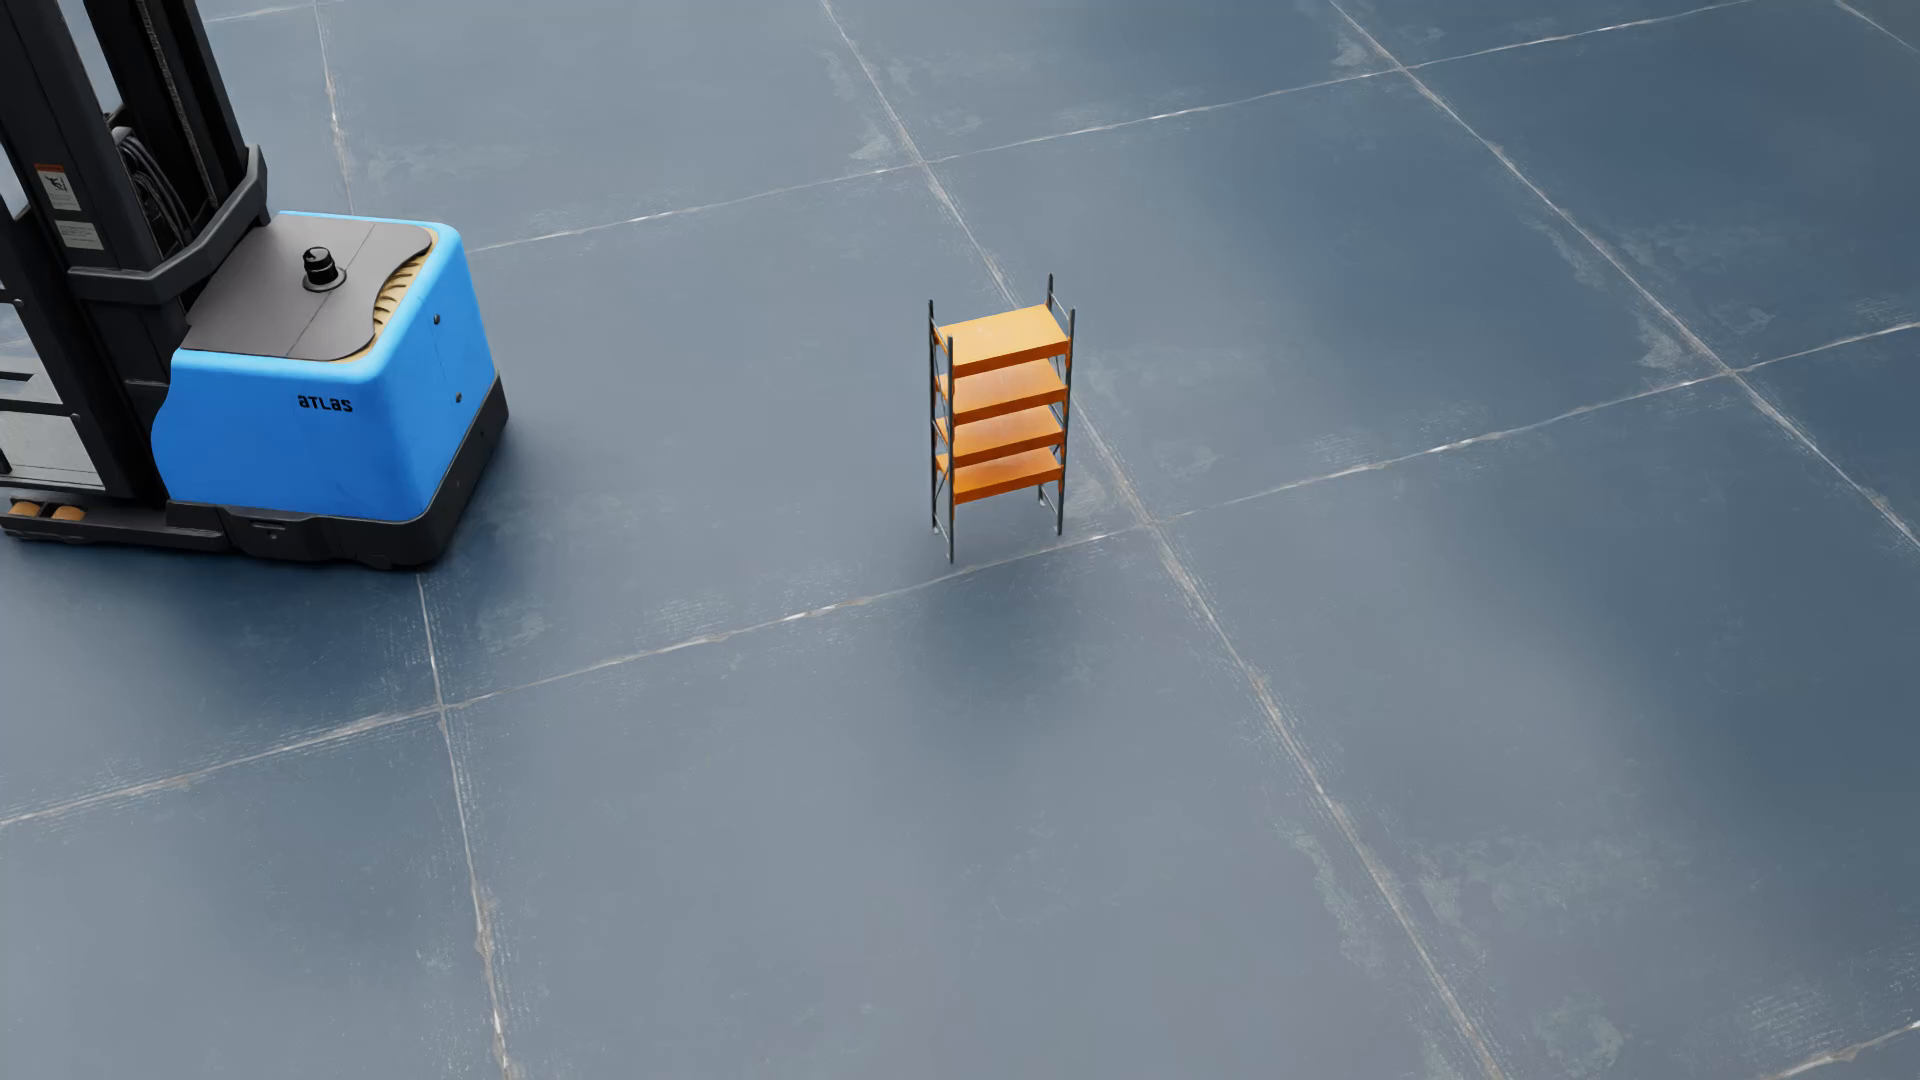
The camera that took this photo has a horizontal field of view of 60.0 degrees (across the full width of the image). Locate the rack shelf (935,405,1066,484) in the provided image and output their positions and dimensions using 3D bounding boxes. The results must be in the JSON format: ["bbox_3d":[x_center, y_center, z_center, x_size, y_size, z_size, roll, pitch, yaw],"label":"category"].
[{"bbox_3d":[0.156,-0.416,6.722,0.480,0.148,0.258,-14,47,-14],"label":"rack shelf"}]

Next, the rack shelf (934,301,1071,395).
[{"bbox_3d":[0.156,-0.741,6.396,0.480,0.148,0.258,-14,47,-14],"label":"rack shelf"}]

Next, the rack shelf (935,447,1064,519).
[{"bbox_3d":[0.156,-0.276,6.862,0.480,0.148,0.258,-14,47,-14],"label":"rack shelf"}]

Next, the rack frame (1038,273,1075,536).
[{"bbox_3d":[0.385,-0.522,6.732,0.015,1.200,0.240,-14,47,-14],"label":"rack frame"}]

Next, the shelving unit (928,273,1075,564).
[{"bbox_3d":[0.156,-0.463,6.674,0.503,1.200,0.258,-14,47,-14],"label":"shelving unit"}]

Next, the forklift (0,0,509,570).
[{"bbox_3d":[-3.597,-1.383,6.368,3.031,2.935,1.130,6,45,5],"label":"forklift"}]

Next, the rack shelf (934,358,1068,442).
[{"bbox_3d":[0.156,-0.574,6.563,0.480,0.148,0.258,-14,47,-14],"label":"rack shelf"}]

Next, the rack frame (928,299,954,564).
[{"bbox_3d":[-0.074,-0.405,6.616,0.015,1.200,0.240,-14,47,-14],"label":"rack frame"}]
